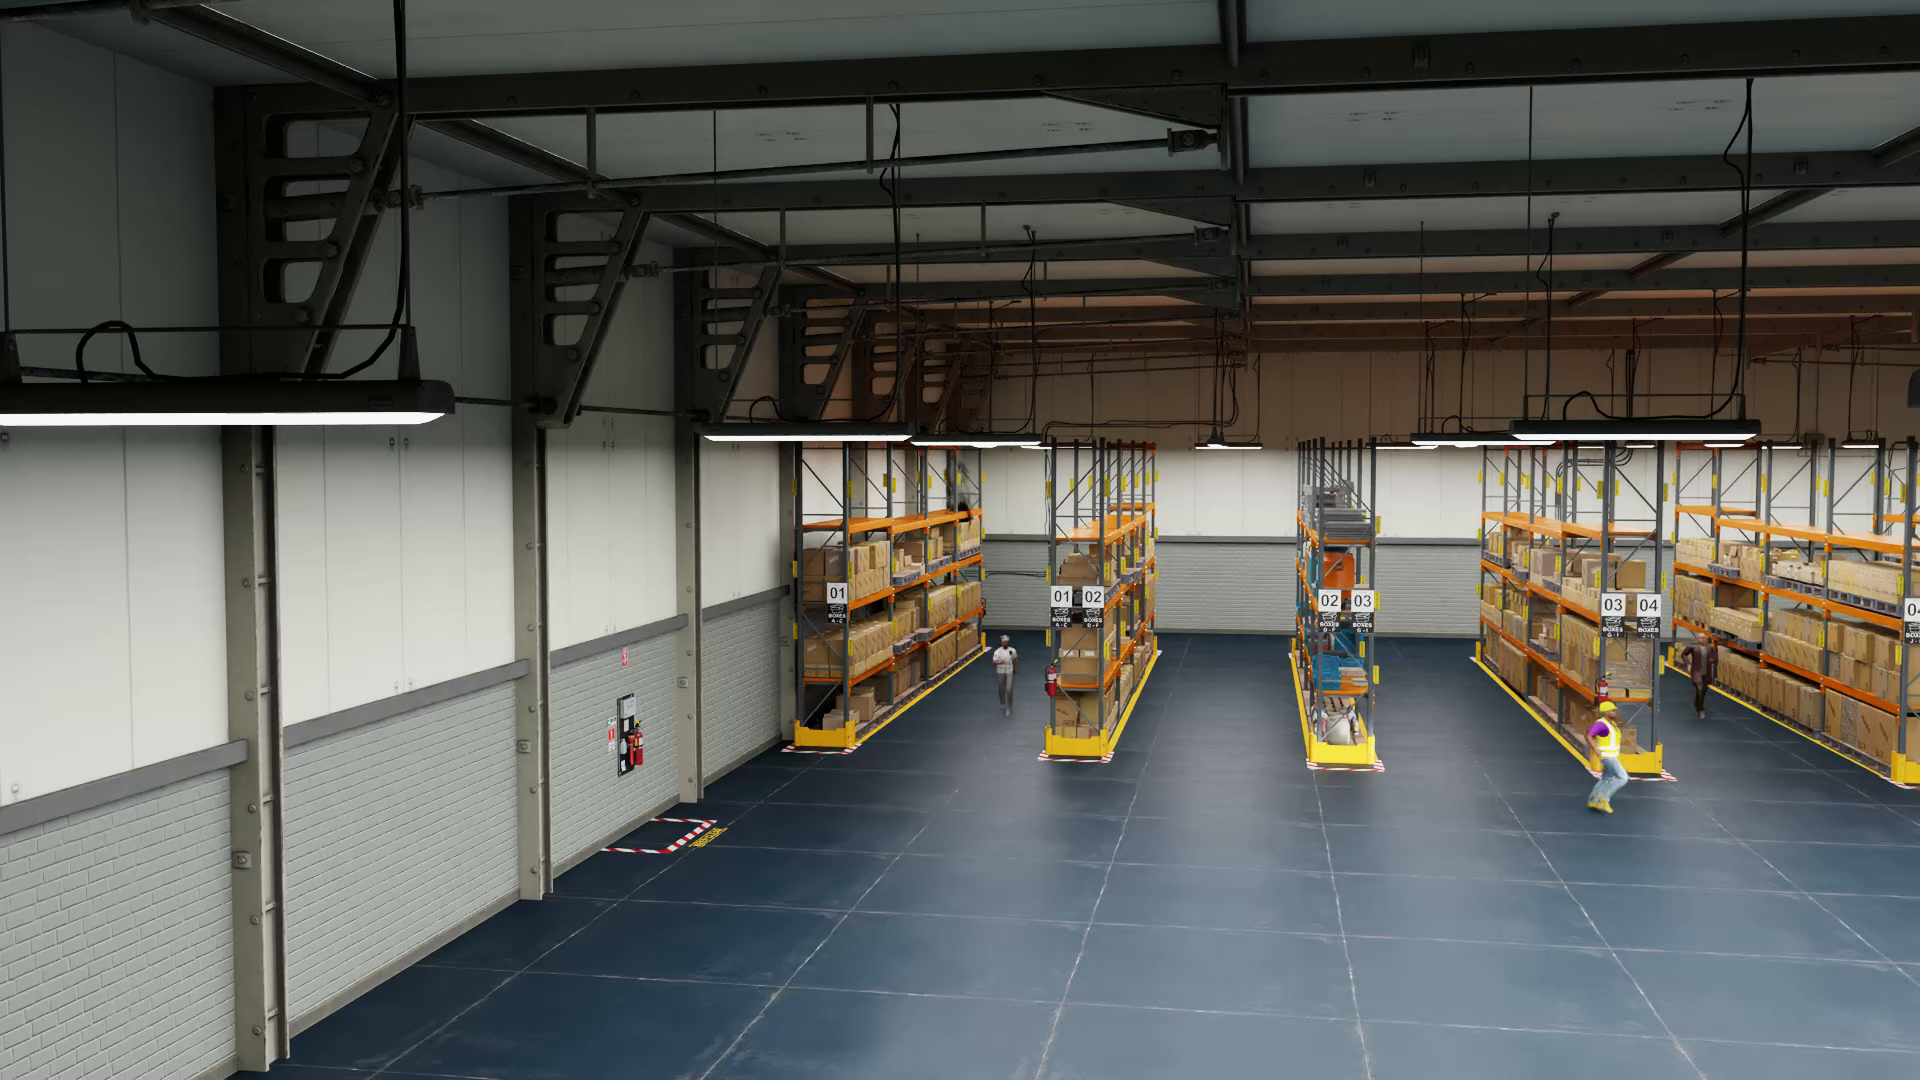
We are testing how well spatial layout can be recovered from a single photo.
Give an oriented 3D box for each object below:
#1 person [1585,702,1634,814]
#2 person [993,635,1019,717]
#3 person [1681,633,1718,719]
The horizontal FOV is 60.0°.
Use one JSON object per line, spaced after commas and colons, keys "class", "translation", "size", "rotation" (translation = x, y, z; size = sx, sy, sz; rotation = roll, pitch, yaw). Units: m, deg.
{"class": "person", "translation": [10.307, 3.444, 26.366], "size": [0.688, 1.759, 0.675], "rotation": [2, 4, 32]}
{"class": "person", "translation": [0.998, 2.940, 36.329], "size": [0.559, 1.730, 0.822], "rotation": [0, 3, 4]}
{"class": "person", "translation": [16.055, 2.920, 36.050], "size": [0.694, 1.823, 0.876], "rotation": [0, 3, 2]}
